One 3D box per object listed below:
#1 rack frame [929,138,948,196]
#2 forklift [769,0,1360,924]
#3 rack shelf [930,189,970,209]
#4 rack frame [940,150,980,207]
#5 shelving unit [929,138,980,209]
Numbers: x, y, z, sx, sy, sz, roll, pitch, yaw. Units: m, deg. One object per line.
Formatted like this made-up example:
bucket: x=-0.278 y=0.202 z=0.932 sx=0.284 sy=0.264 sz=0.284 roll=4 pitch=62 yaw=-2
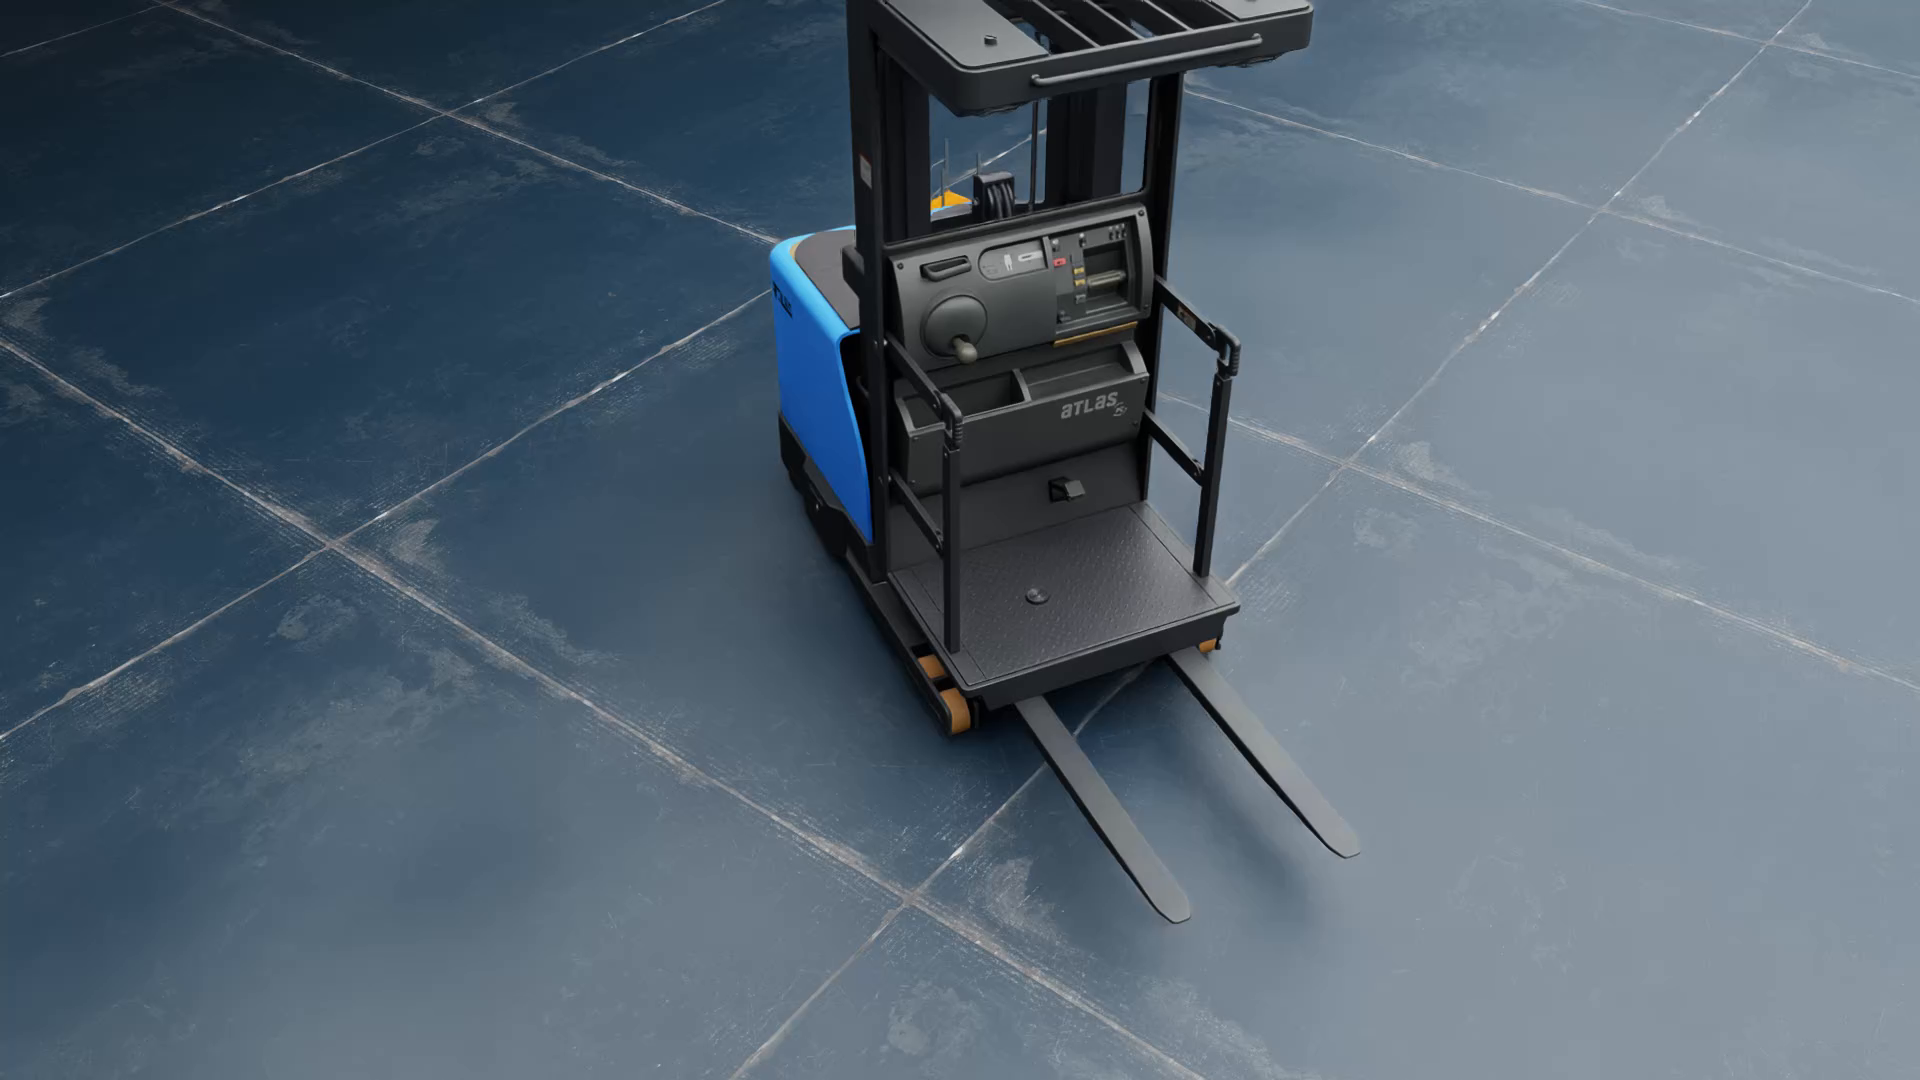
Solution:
rack frame: x=-0.132 y=-1.153 z=7.250 sx=0.006 sy=1.200 sz=0.240 roll=29 pitch=47 yaw=32
forklift: x=0.310 y=-0.774 z=5.361 sx=1.130 sy=2.935 sz=3.031 roll=-16 pitch=41 yaw=-19
rack shelf: x=-0.066 y=-1.365 z=7.007 sx=0.180 sy=0.103 sz=0.258 roll=29 pitch=47 yaw=32
rack frame: x=0.003 y=-1.078 z=7.151 sx=0.006 sy=1.200 sz=0.240 roll=29 pitch=47 yaw=32
shelving unit: x=-0.064 y=-1.116 z=7.200 sx=0.189 sy=1.200 sz=0.258 roll=29 pitch=47 yaw=32
